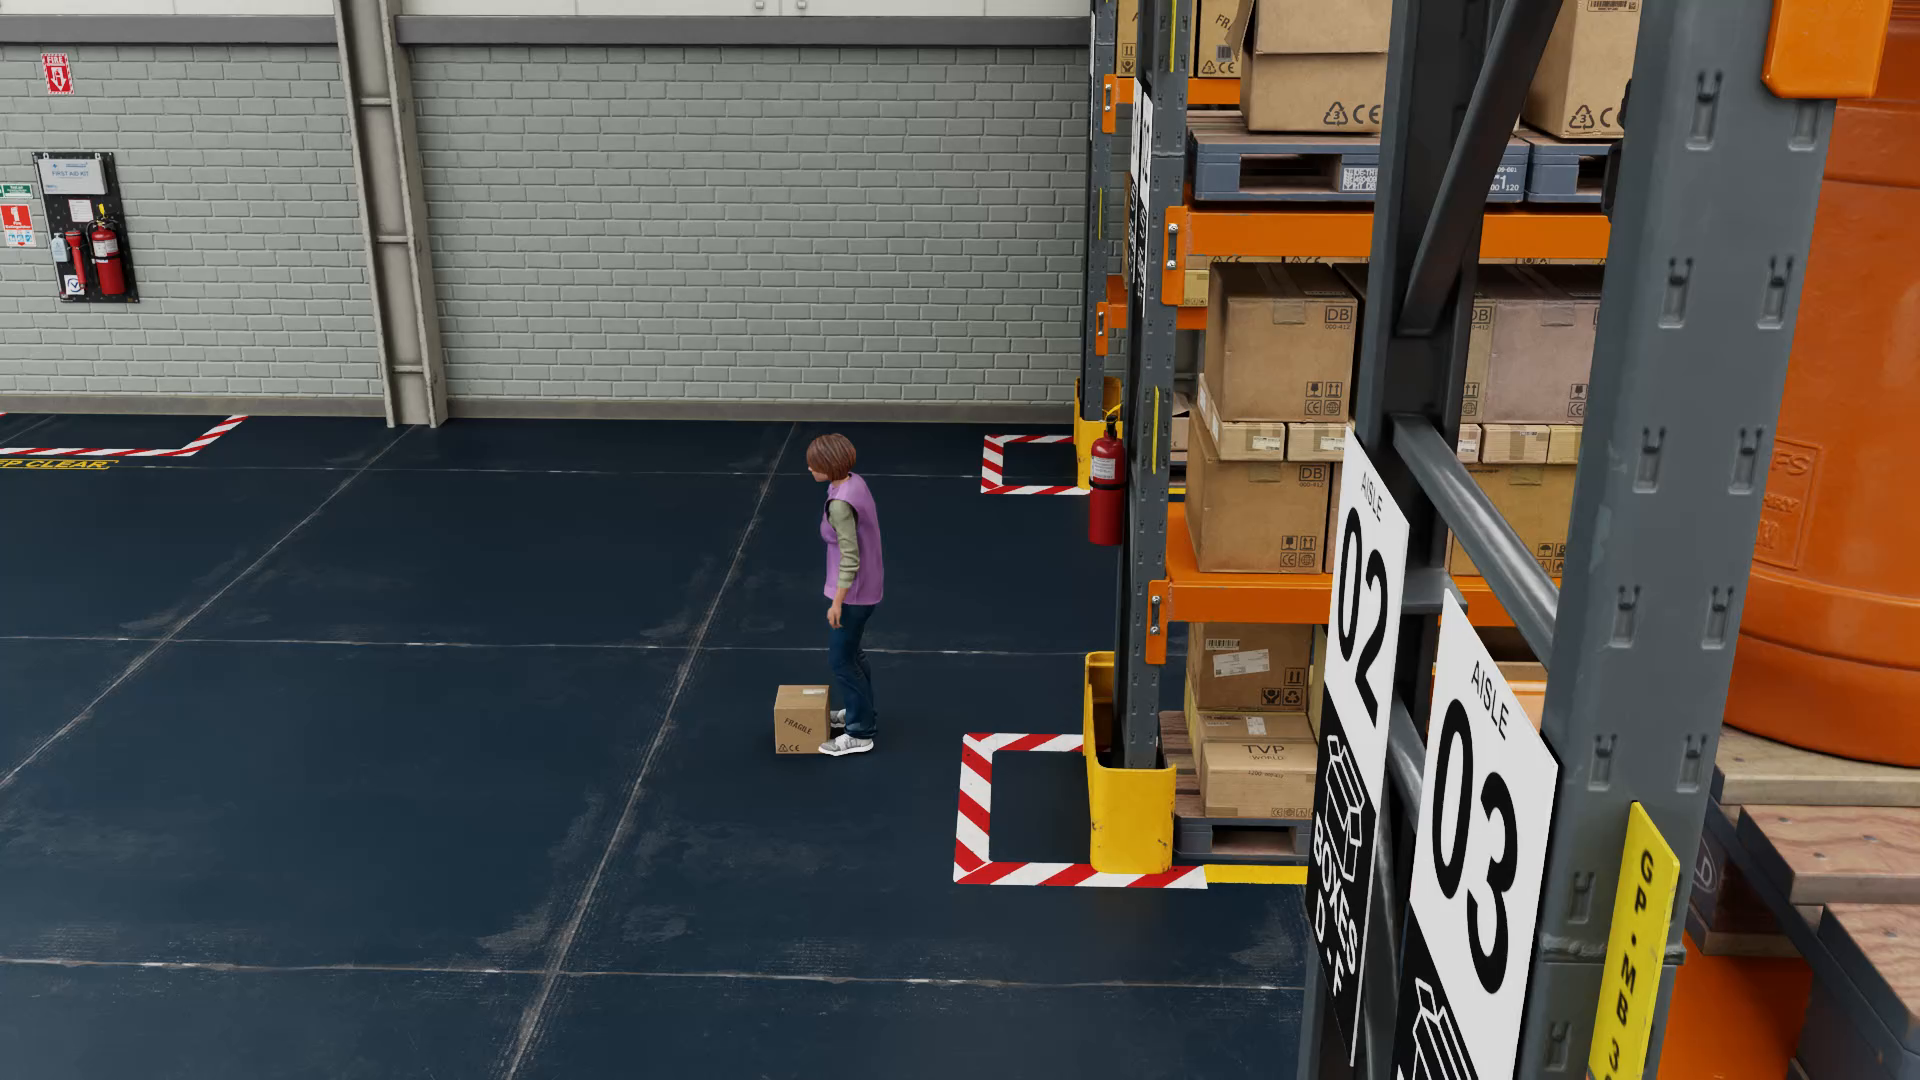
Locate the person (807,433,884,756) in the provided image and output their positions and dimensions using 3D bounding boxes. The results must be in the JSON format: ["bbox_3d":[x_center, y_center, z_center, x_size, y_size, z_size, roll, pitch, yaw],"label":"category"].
[{"bbox_3d":[-0.534,0.253,7.940,0.343,1.593,0.460,1,21,2],"label":"person"}]
